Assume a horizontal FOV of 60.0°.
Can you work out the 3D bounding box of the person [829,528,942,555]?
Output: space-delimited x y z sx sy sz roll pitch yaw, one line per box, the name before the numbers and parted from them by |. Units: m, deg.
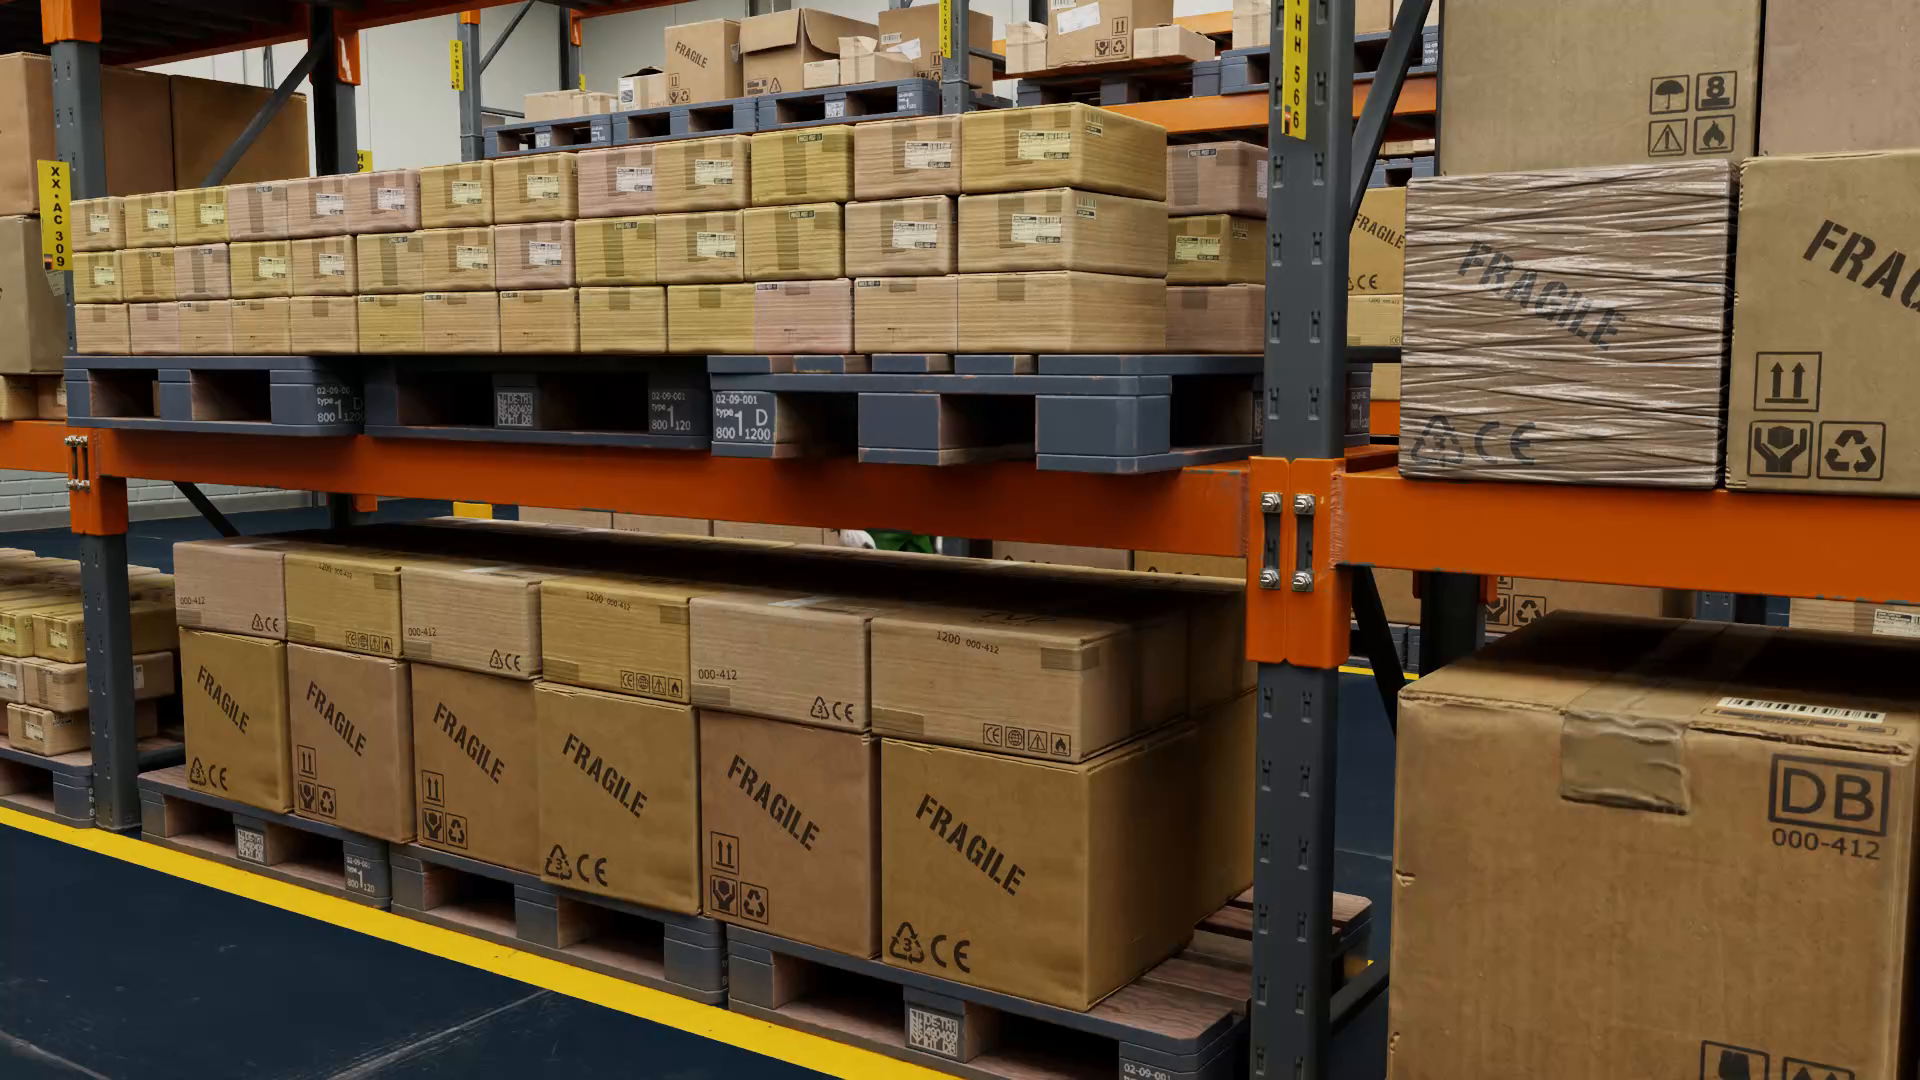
person | -0.246 -0.033 5.968 0.453 1.777 0.608 4 7 31
